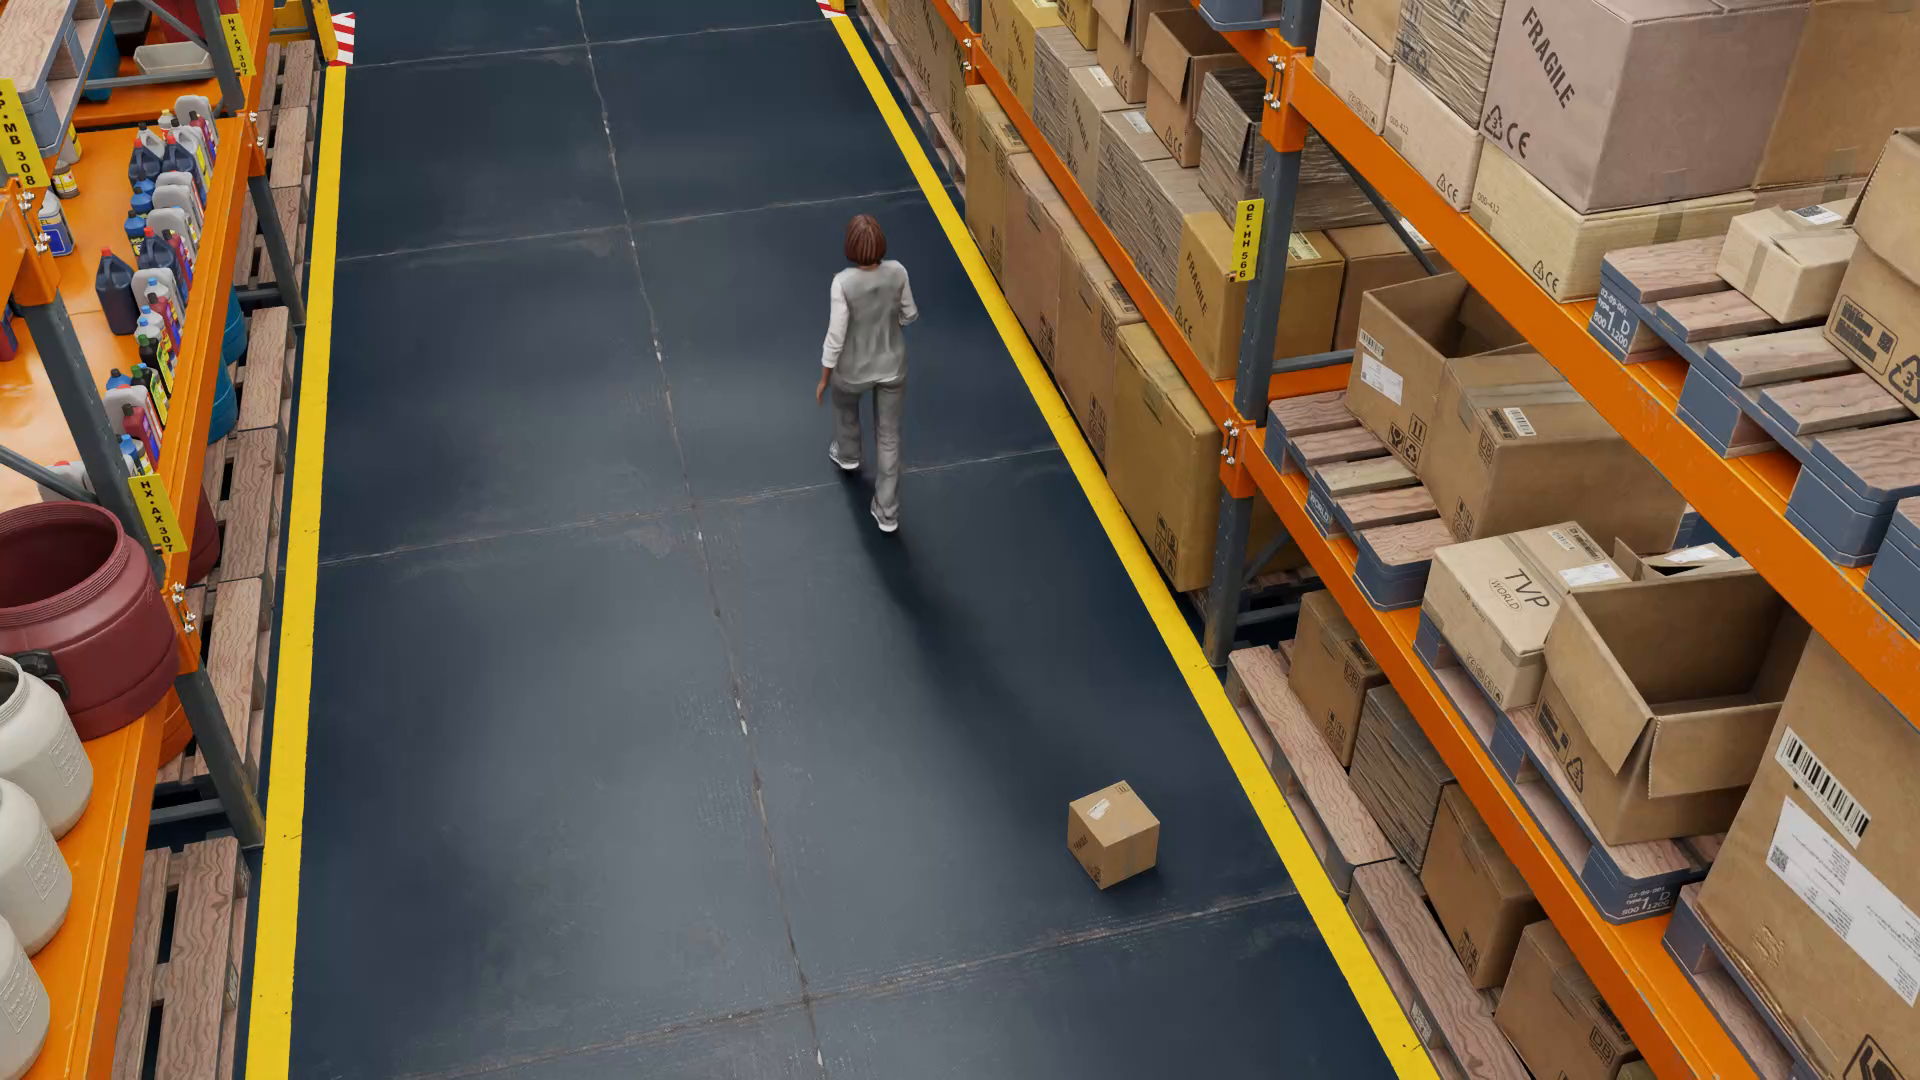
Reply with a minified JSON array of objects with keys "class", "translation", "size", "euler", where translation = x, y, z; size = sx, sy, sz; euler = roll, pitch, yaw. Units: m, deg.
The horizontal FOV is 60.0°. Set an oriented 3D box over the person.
[{"class":"person","translation":[-0.458,-0.858,7.782],"size":[0.519,1.564,0.814],"euler":[-11,40,-13]}]
